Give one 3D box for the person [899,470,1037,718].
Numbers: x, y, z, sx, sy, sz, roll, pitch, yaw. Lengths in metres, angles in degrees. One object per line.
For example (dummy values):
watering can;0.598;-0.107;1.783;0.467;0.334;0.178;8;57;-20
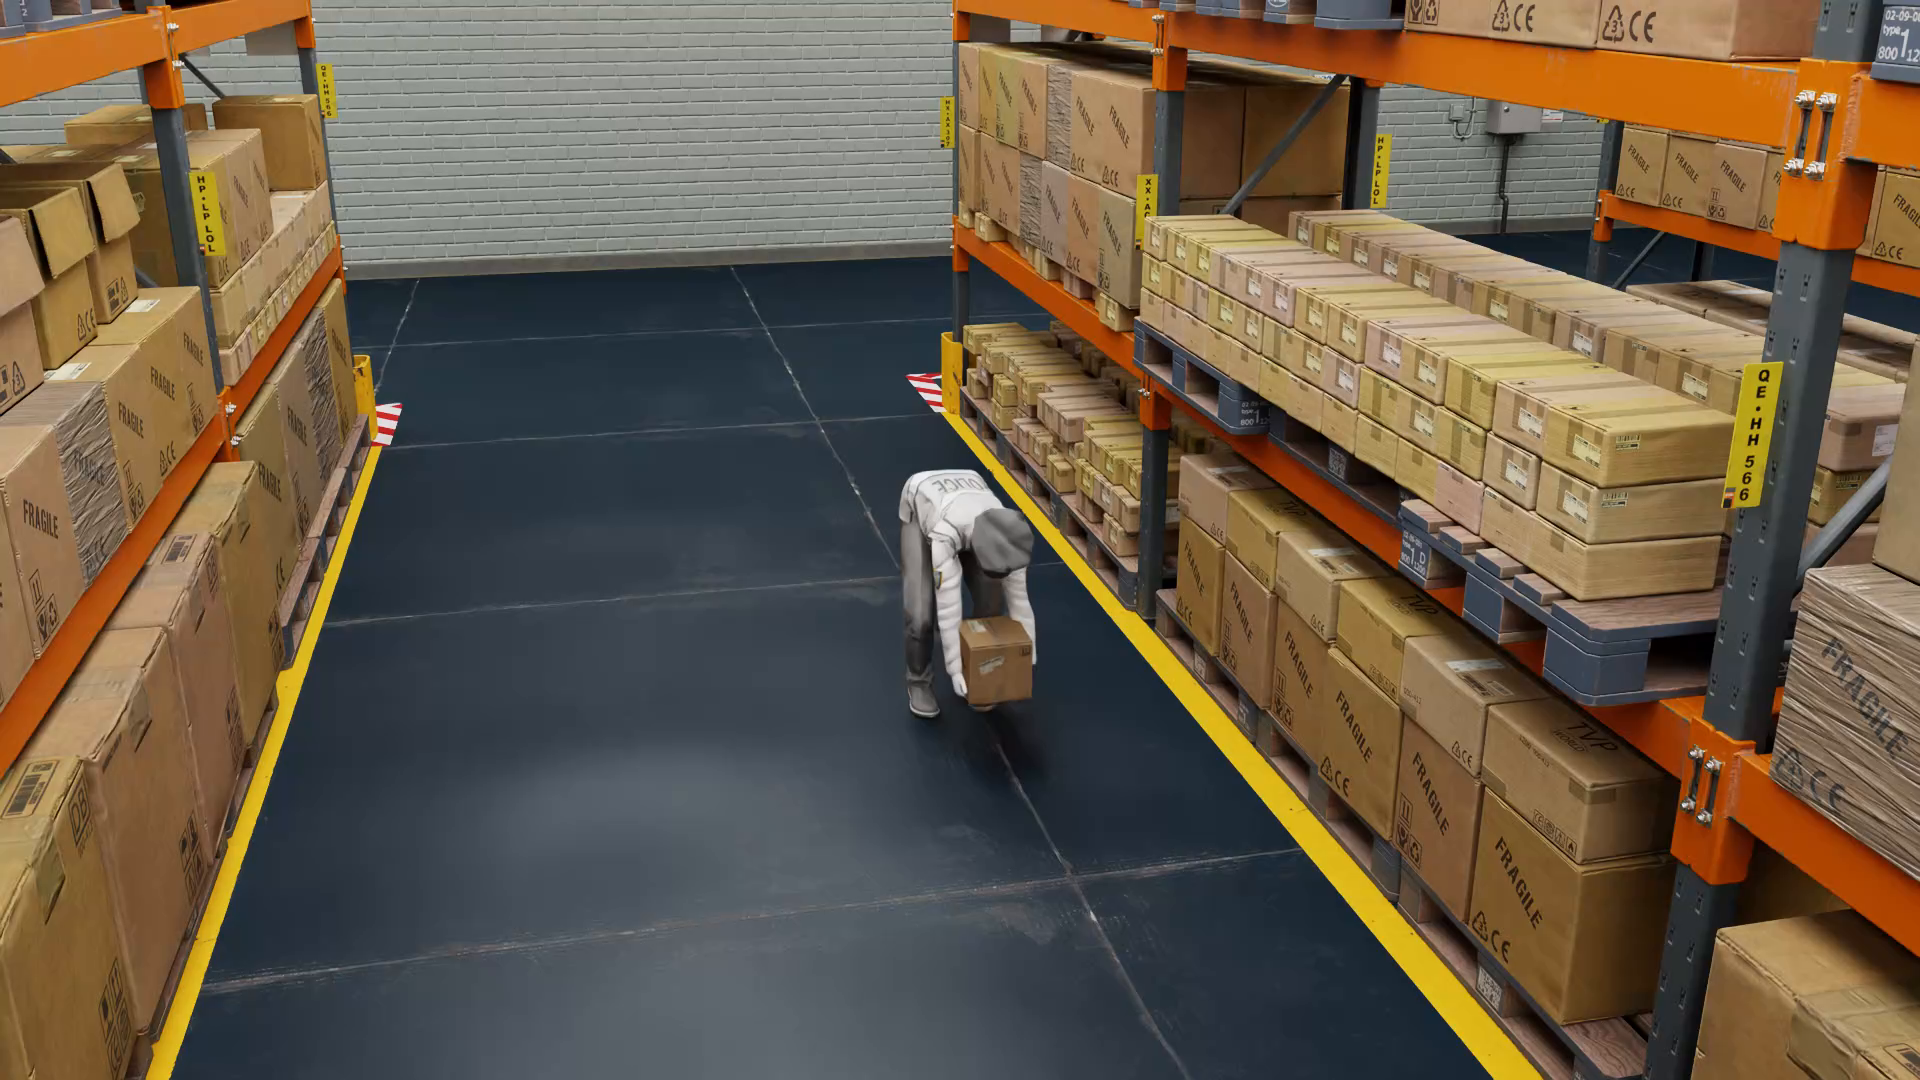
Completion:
person;0.026;0.272;6.726;0.443;1.051;0.924;-5;20;-15
